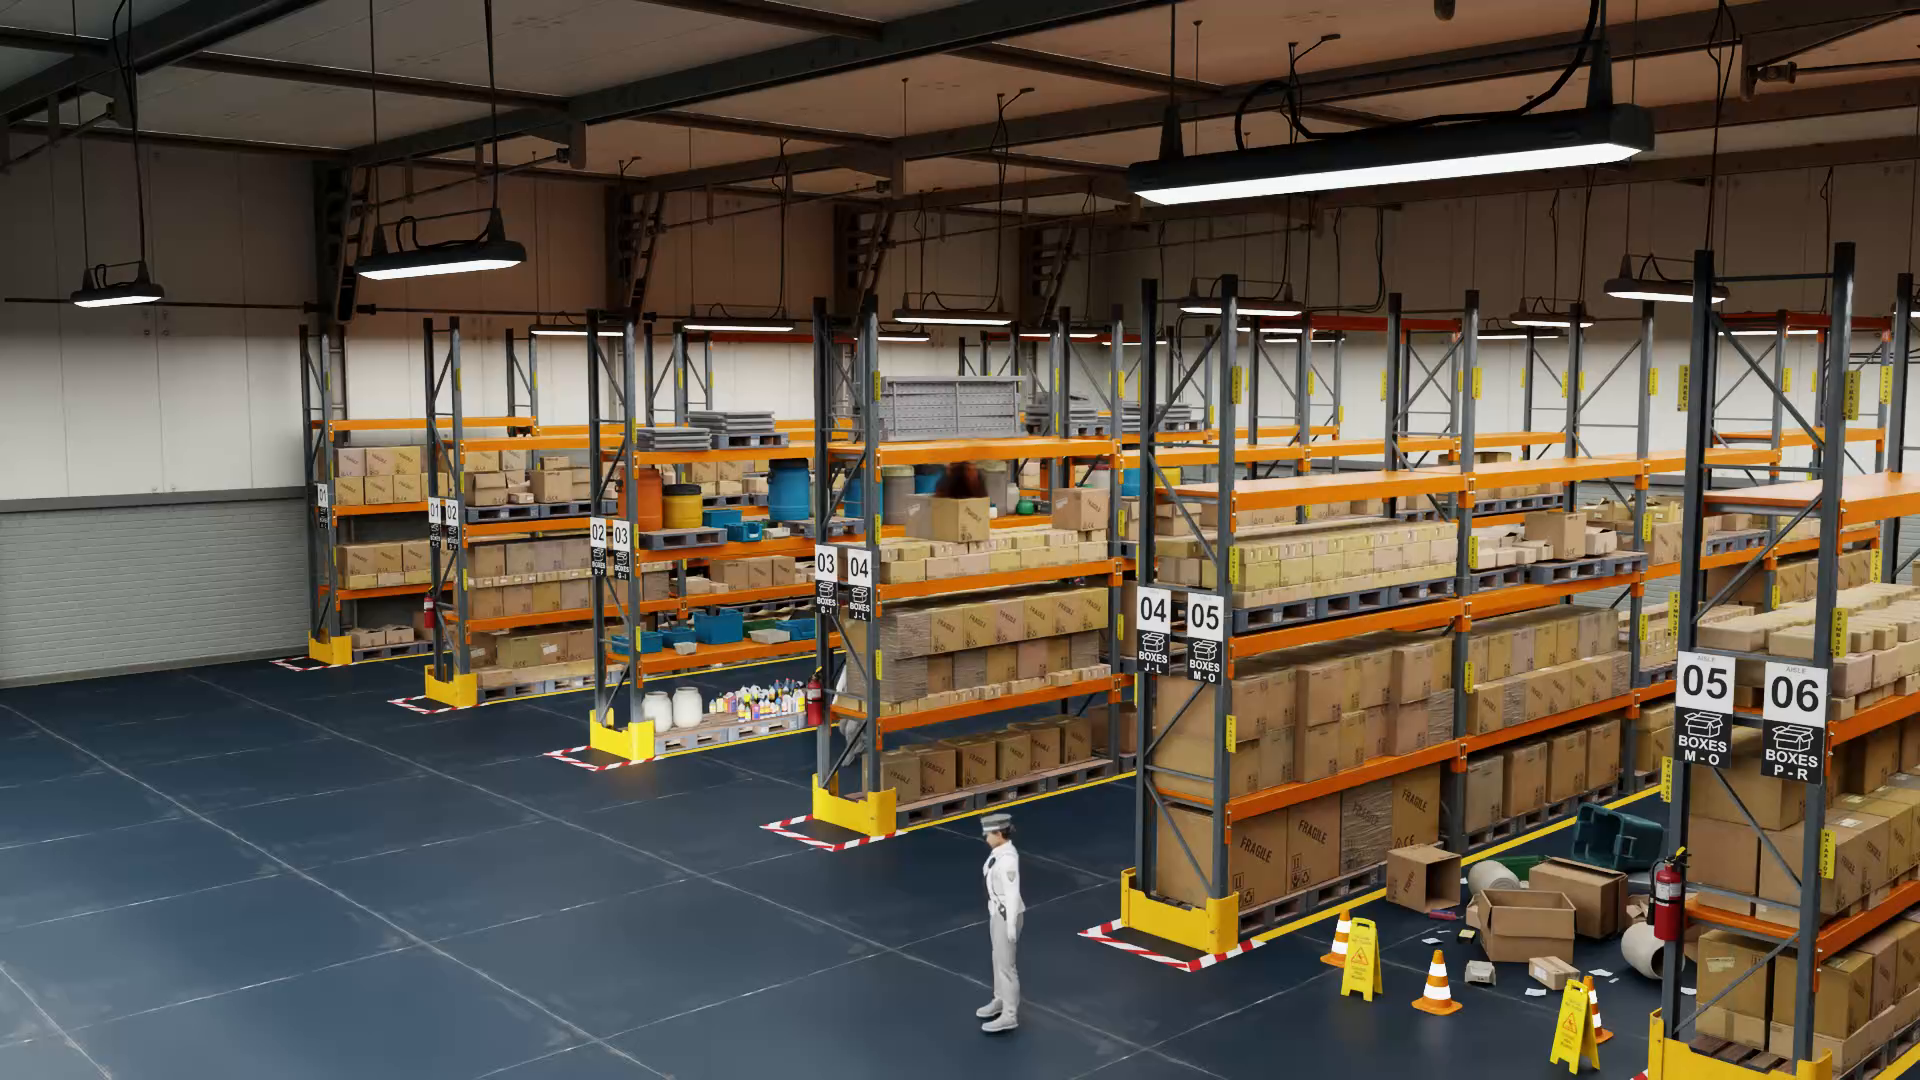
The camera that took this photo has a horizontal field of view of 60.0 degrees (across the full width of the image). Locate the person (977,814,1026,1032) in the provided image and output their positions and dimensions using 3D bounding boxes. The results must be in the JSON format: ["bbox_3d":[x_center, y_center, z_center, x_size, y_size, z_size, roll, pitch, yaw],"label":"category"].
[{"bbox_3d":[0.328,3.005,13.208,0.380,1.668,0.545,0,6,-4],"label":"person"}]

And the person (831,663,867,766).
[{"bbox_3d":[-1.337,2.141,22.032,0.583,1.667,0.614,4,7,32],"label":"person"}]
